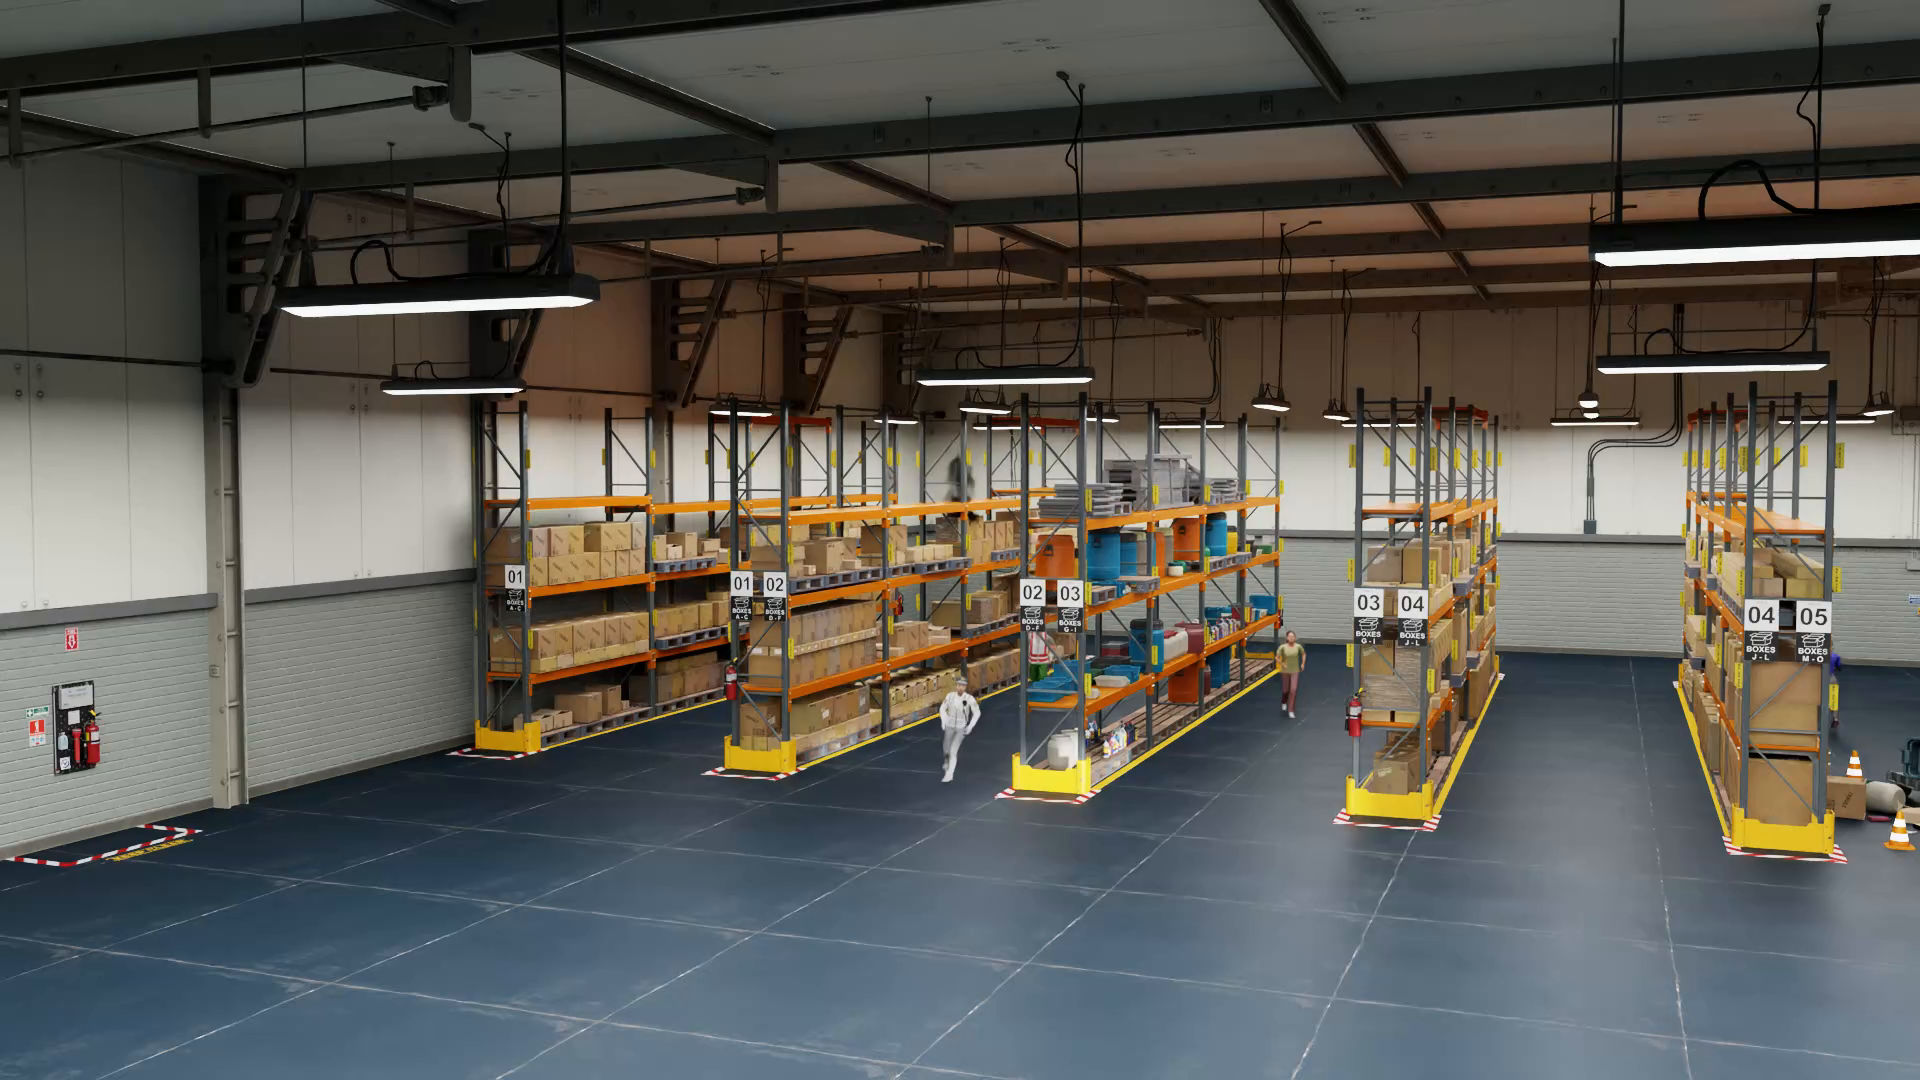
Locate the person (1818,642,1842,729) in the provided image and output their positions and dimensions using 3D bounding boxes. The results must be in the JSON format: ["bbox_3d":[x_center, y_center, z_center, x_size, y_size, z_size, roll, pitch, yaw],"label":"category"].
[{"bbox_3d":[15.987,2.656,30.676,0.566,1.662,0.895,1,3,13],"label":"person"}]

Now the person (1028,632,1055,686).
[{"bbox_3d":[1.590,2.494,33.518,0.658,1.771,0.863,0,3,6],"label":"person"}]

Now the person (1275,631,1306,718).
[{"bbox_3d":[6.457,2.597,32.469,0.601,1.670,0.794,0,3,6],"label":"person"}]

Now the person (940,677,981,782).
[{"bbox_3d":[0.009,2.932,26.014,0.657,1.648,0.594,1,3,11],"label":"person"}]
